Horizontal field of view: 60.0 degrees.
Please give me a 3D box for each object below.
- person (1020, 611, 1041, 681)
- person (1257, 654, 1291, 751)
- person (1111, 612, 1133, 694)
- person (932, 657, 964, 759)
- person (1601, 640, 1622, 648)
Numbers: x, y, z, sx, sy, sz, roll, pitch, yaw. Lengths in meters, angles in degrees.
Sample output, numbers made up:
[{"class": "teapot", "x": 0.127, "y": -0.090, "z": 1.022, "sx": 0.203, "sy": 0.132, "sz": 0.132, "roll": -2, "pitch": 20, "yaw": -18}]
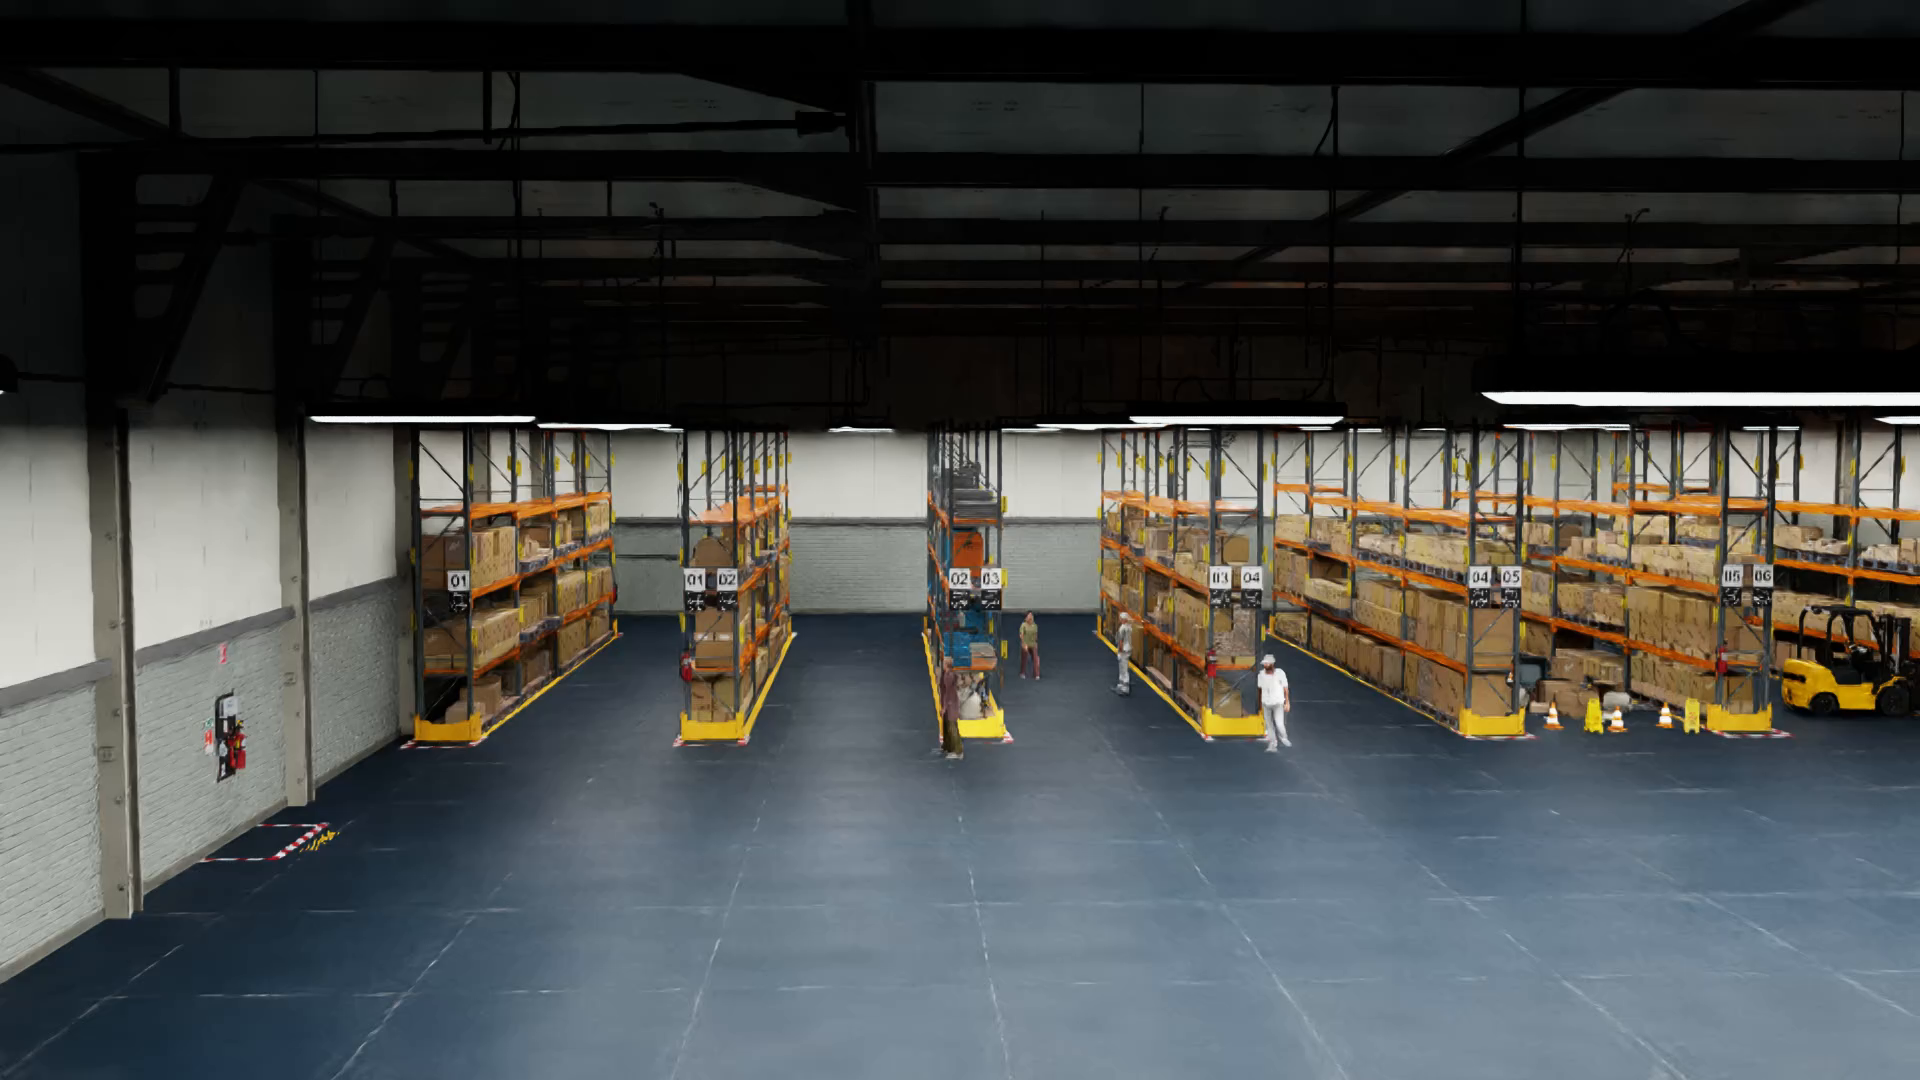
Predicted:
[{"class": "person", "x": 1.594, "y": 2.440, "z": 38.530, "sx": 0.446, "sy": 1.601, "sz": 1.016, "roll": -1, "pitch": 4, "yaw": -11}, {"class": "person", "x": 5.661, "y": 2.927, "z": 30.002, "sx": 0.615, "sy": 1.758, "sz": 0.572, "roll": 2, "pitch": 4, "yaw": 34}, {"class": "person", "x": 3.548, "y": 2.468, "z": 36.621, "sx": 0.494, "sy": 1.786, "sz": 0.606, "roll": 2, "pitch": 4, "yaw": 26}, {"class": "person", "x": -0.221, "y": 2.937, "z": 29.335, "sx": 0.631, "sy": 1.771, "sz": 0.711, "roll": 1, "pitch": 4, "yaw": 10}, {"class": "person", "x": 17.484, "y": 2.067, "z": 44.540, "sx": 0.542, "sy": 1.578, "sz": 0.539, "roll": 1, "pitch": 4, "yaw": 17}]
